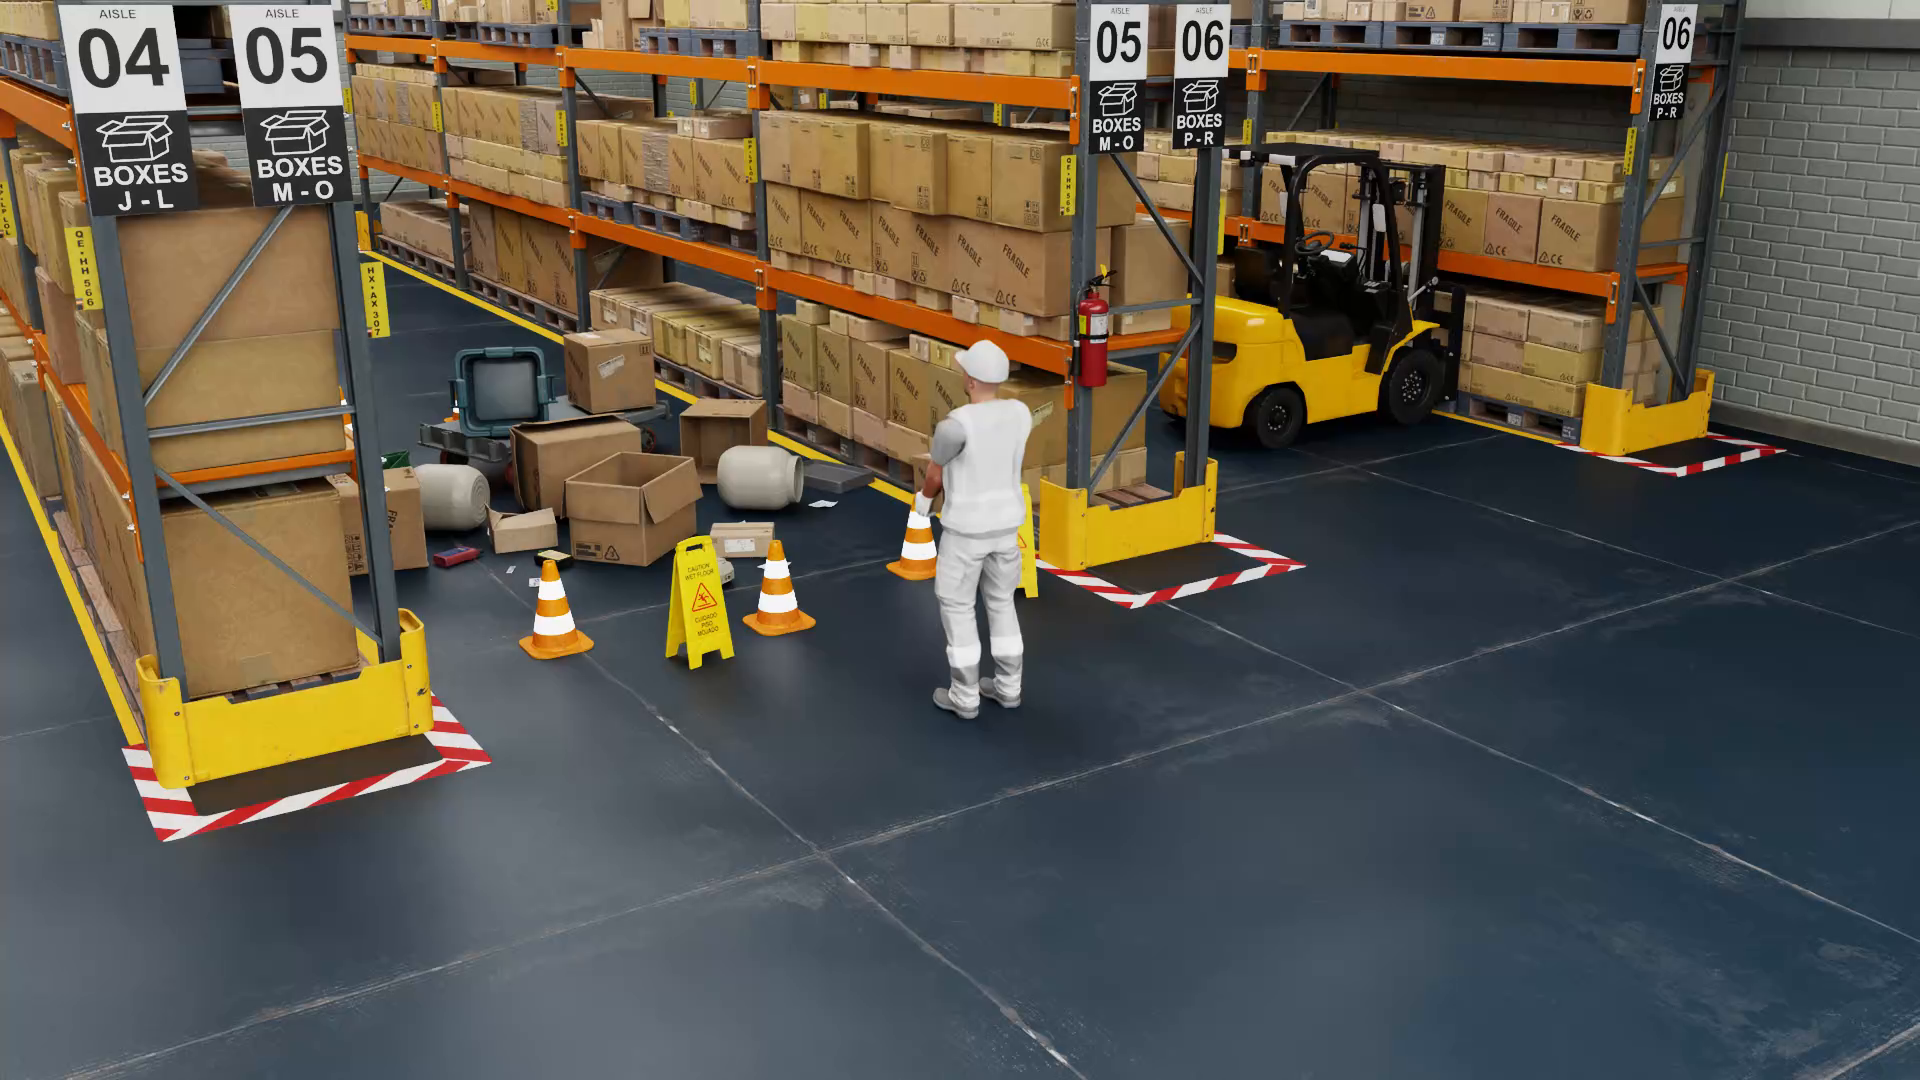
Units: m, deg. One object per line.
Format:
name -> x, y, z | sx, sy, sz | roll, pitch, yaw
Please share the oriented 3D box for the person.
person -> 0.036, -0.075, 7.755 | 0.494, 1.783, 0.558 | -11, 21, -30
